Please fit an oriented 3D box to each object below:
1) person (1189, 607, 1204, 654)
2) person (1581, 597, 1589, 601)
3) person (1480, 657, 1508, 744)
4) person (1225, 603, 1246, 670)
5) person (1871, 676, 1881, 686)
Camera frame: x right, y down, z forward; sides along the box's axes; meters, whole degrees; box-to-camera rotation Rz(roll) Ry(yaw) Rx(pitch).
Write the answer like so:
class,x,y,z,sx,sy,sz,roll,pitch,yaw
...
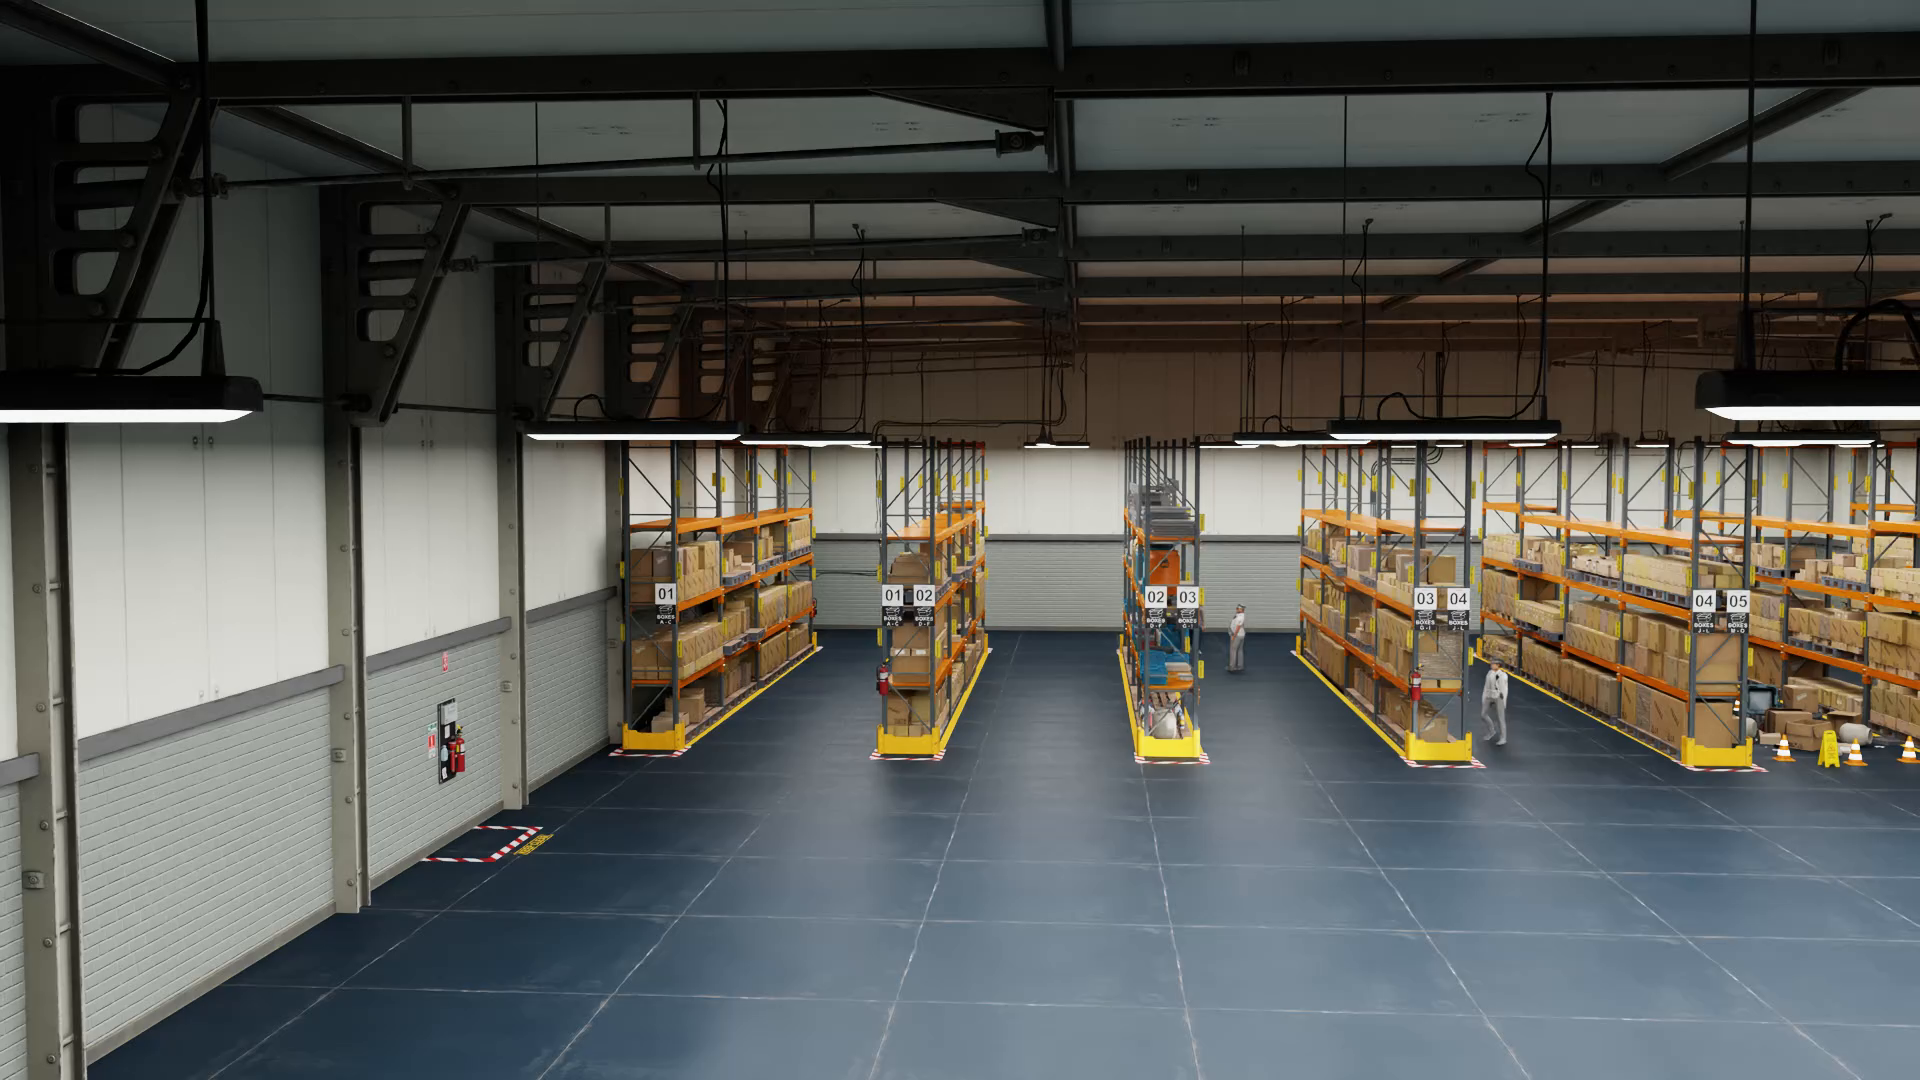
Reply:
class,x,y,z,sx,sy,sz,roll,pitch,yaw
person,6.644,2.430,46.985,0.509,1.542,0.874,0,3,-1
person,16.889,2.536,44.973,0.682,1.610,0.579,-1,3,-16
person,10.481,3.132,32.567,0.408,1.686,0.553,-2,4,-37
person,7.194,2.528,43.387,0.510,1.754,0.623,2,3,28
person,20.940,2.794,38.036,0.635,1.821,0.598,0,3,1
